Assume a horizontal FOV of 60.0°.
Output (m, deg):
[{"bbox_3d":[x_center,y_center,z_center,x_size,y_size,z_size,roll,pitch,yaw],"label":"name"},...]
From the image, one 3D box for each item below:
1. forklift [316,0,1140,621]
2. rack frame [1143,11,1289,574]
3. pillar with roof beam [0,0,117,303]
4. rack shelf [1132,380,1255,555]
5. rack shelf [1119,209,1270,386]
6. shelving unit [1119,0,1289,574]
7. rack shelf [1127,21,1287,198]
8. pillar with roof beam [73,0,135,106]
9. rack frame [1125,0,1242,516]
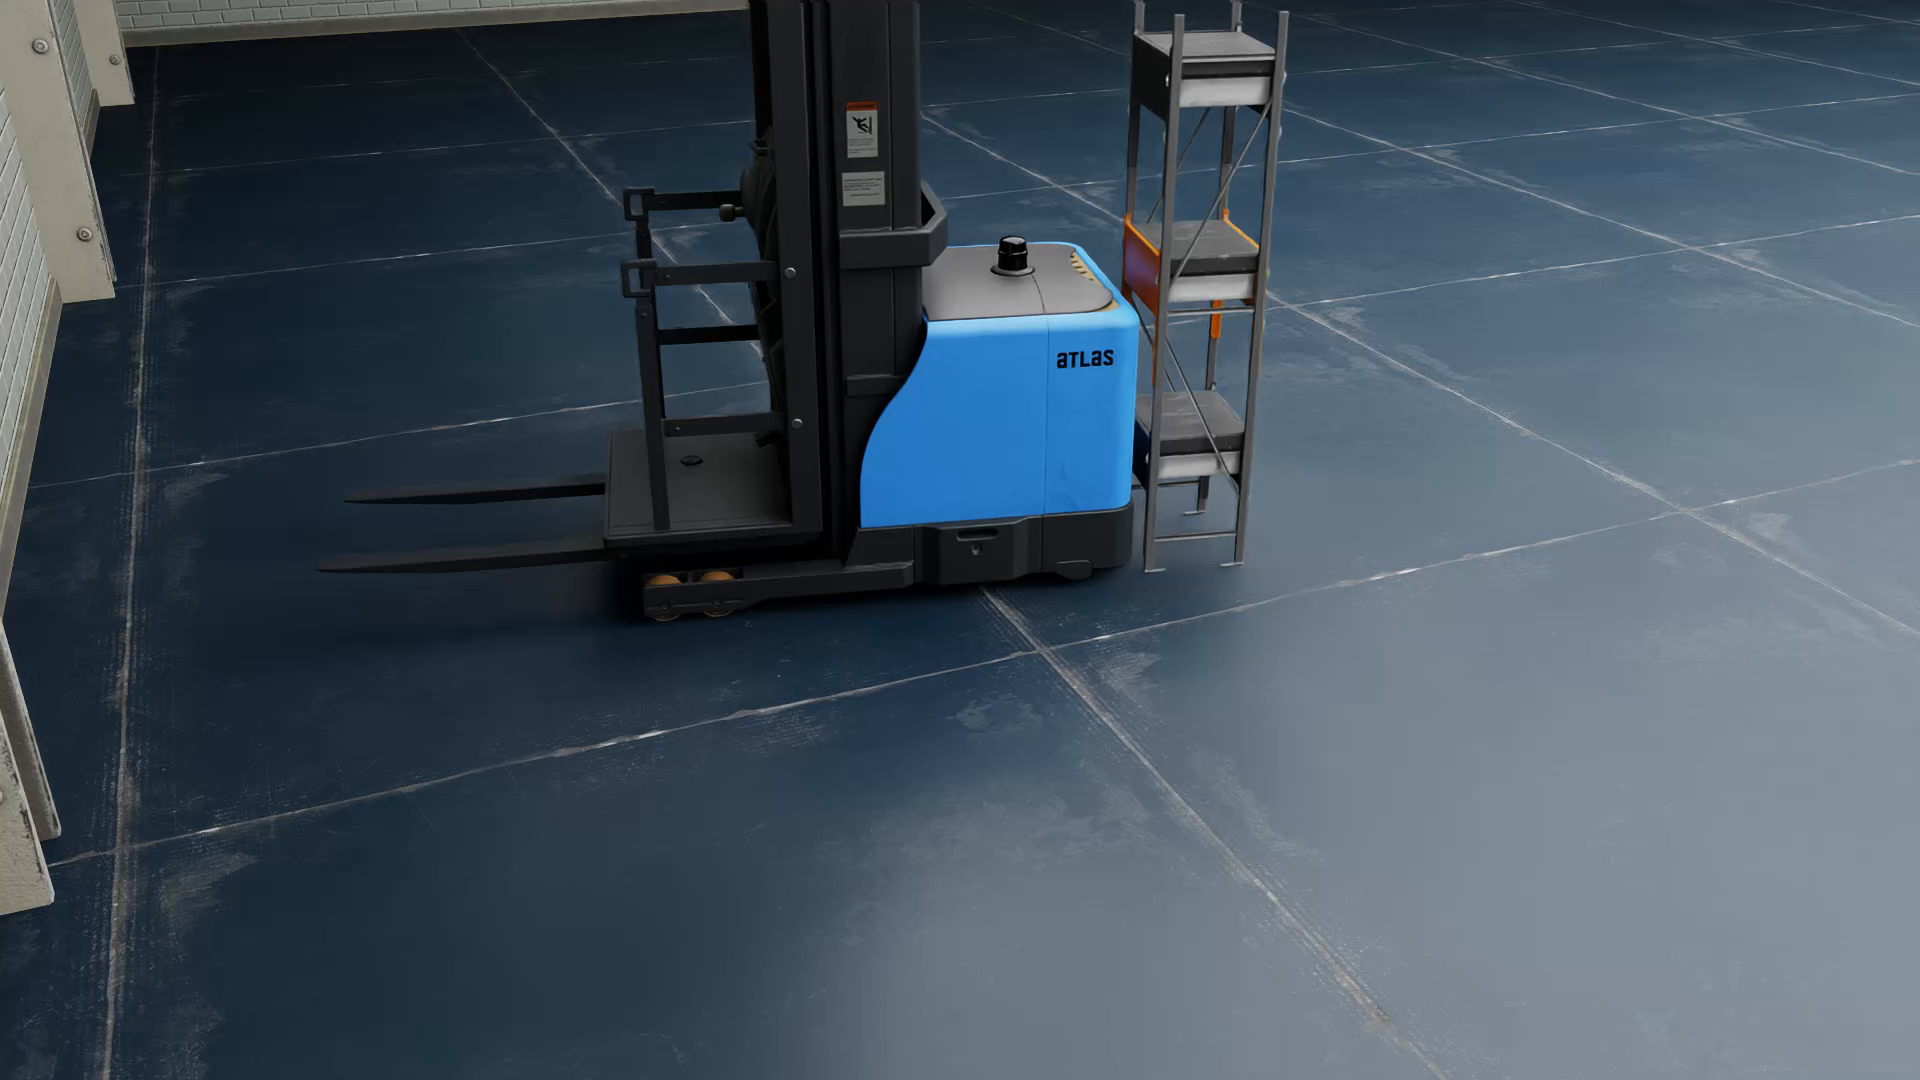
[{"bbox_3d":[-0.899,-1.268,6.007,3.031,2.935,1.130,-4,26,-9],"label":"forklift"},{"bbox_3d":[0.914,-0.829,6.055,0.400,2.100,0.015,-4,26,-9],"label":"rack frame"},{"bbox_3d":[-1.151,-6.240,9.275,9.100,9.000,0.400,-11,28,-21],"label":"pillar with roof beam"},{"bbox_3d":[0.872,-0.293,6.584,0.431,0.518,0.480,-4,26,-9],"label":"rack shelf"},{"bbox_3d":[0.872,-0.922,6.277,0.431,0.518,0.480,-4,26,-9],"label":"rack shelf"},{"bbox_3d":[0.872,-0.934,6.271,0.431,2.100,0.503,-4,26,-9],"label":"shelving unit"},{"bbox_3d":[0.872,-1.551,5.970,0.431,0.518,0.480,-4,26,-9],"label":"rack shelf"},{"bbox_3d":[-3.501,-8.663,14.236,9.100,9.000,0.400,-11,28,-21],"label":"pillar with roof beam"},{"bbox_3d":[0.830,-1.040,6.487,0.400,2.100,0.015,-4,26,-9],"label":"rack frame"}]
